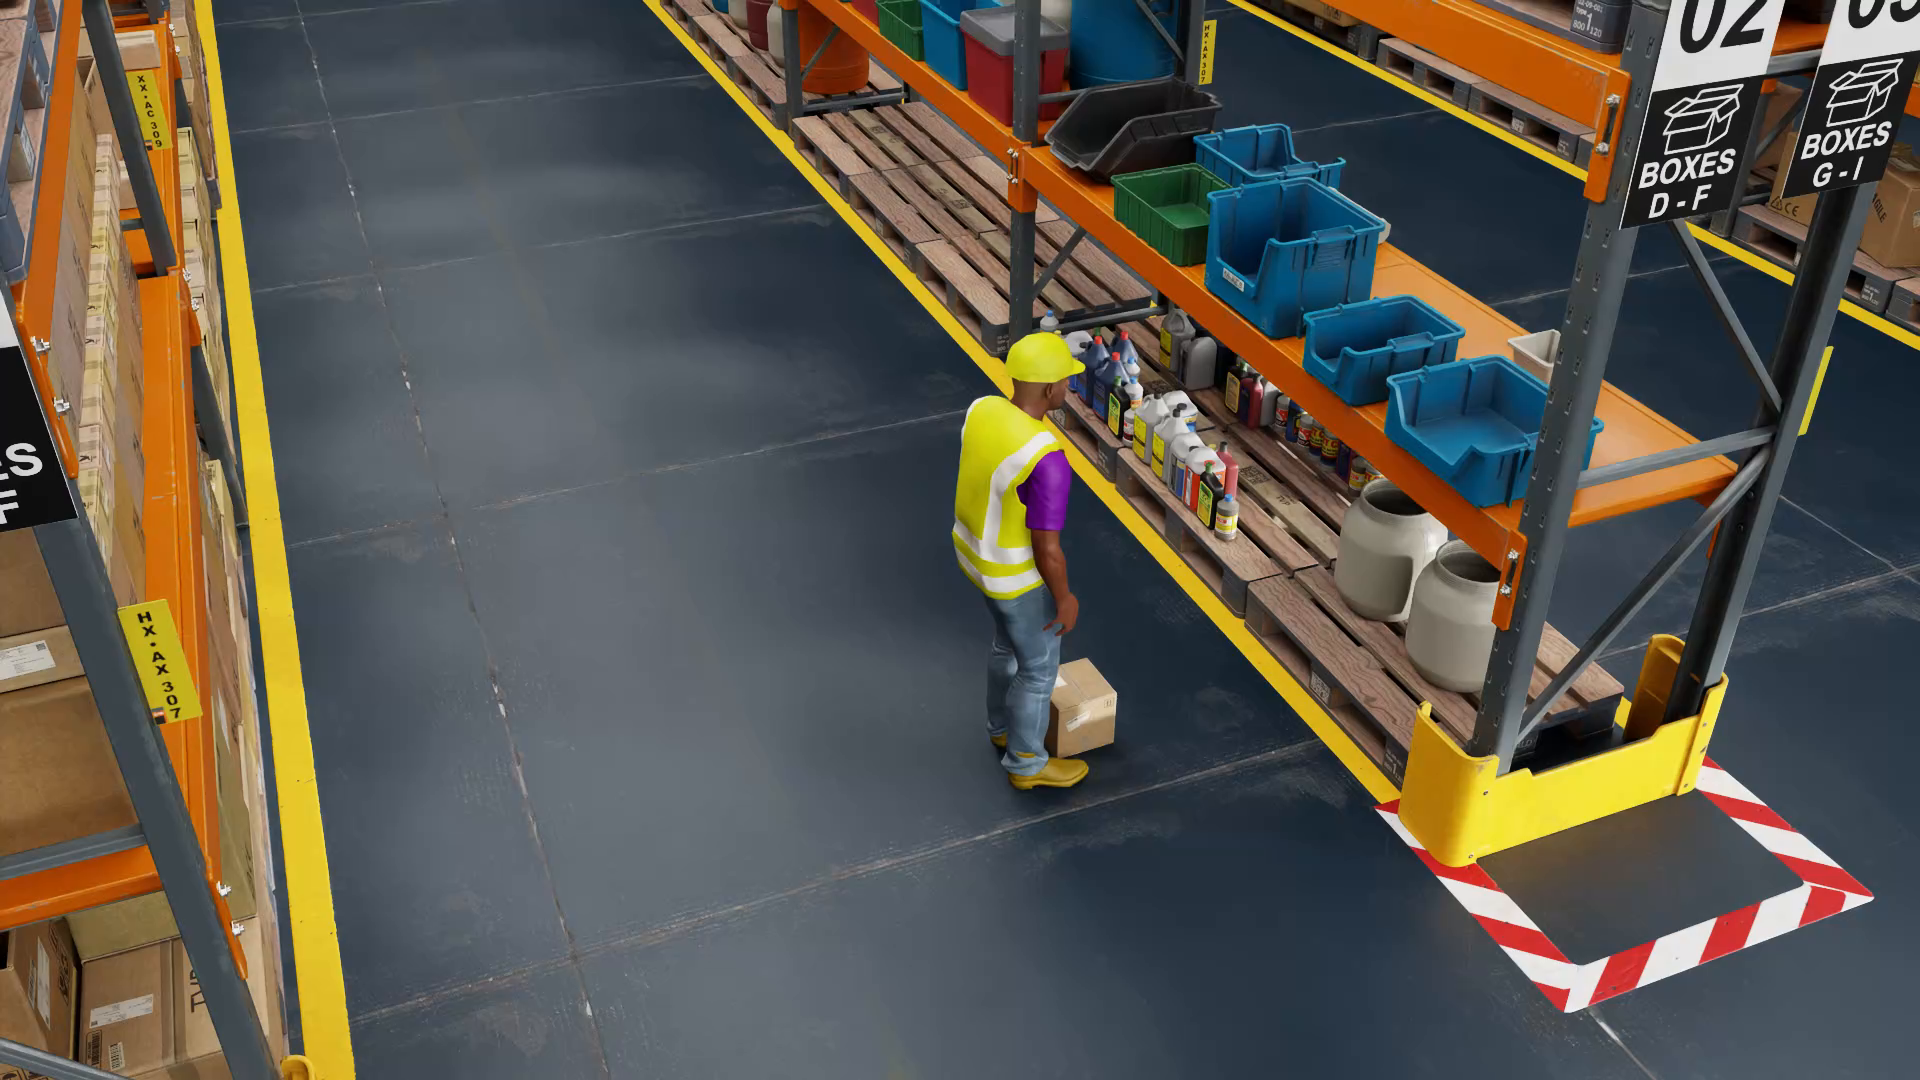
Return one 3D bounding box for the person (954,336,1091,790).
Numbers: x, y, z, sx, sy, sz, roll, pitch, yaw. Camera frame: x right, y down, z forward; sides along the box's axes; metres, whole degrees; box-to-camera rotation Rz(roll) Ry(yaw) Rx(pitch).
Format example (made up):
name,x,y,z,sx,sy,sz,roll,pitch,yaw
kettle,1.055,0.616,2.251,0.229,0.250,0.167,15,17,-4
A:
name,x,y,z,sx,sy,sz,roll,pitch,yaw
person,0.233,0.085,5.994,0.461,1.760,0.626,-13,35,-19
